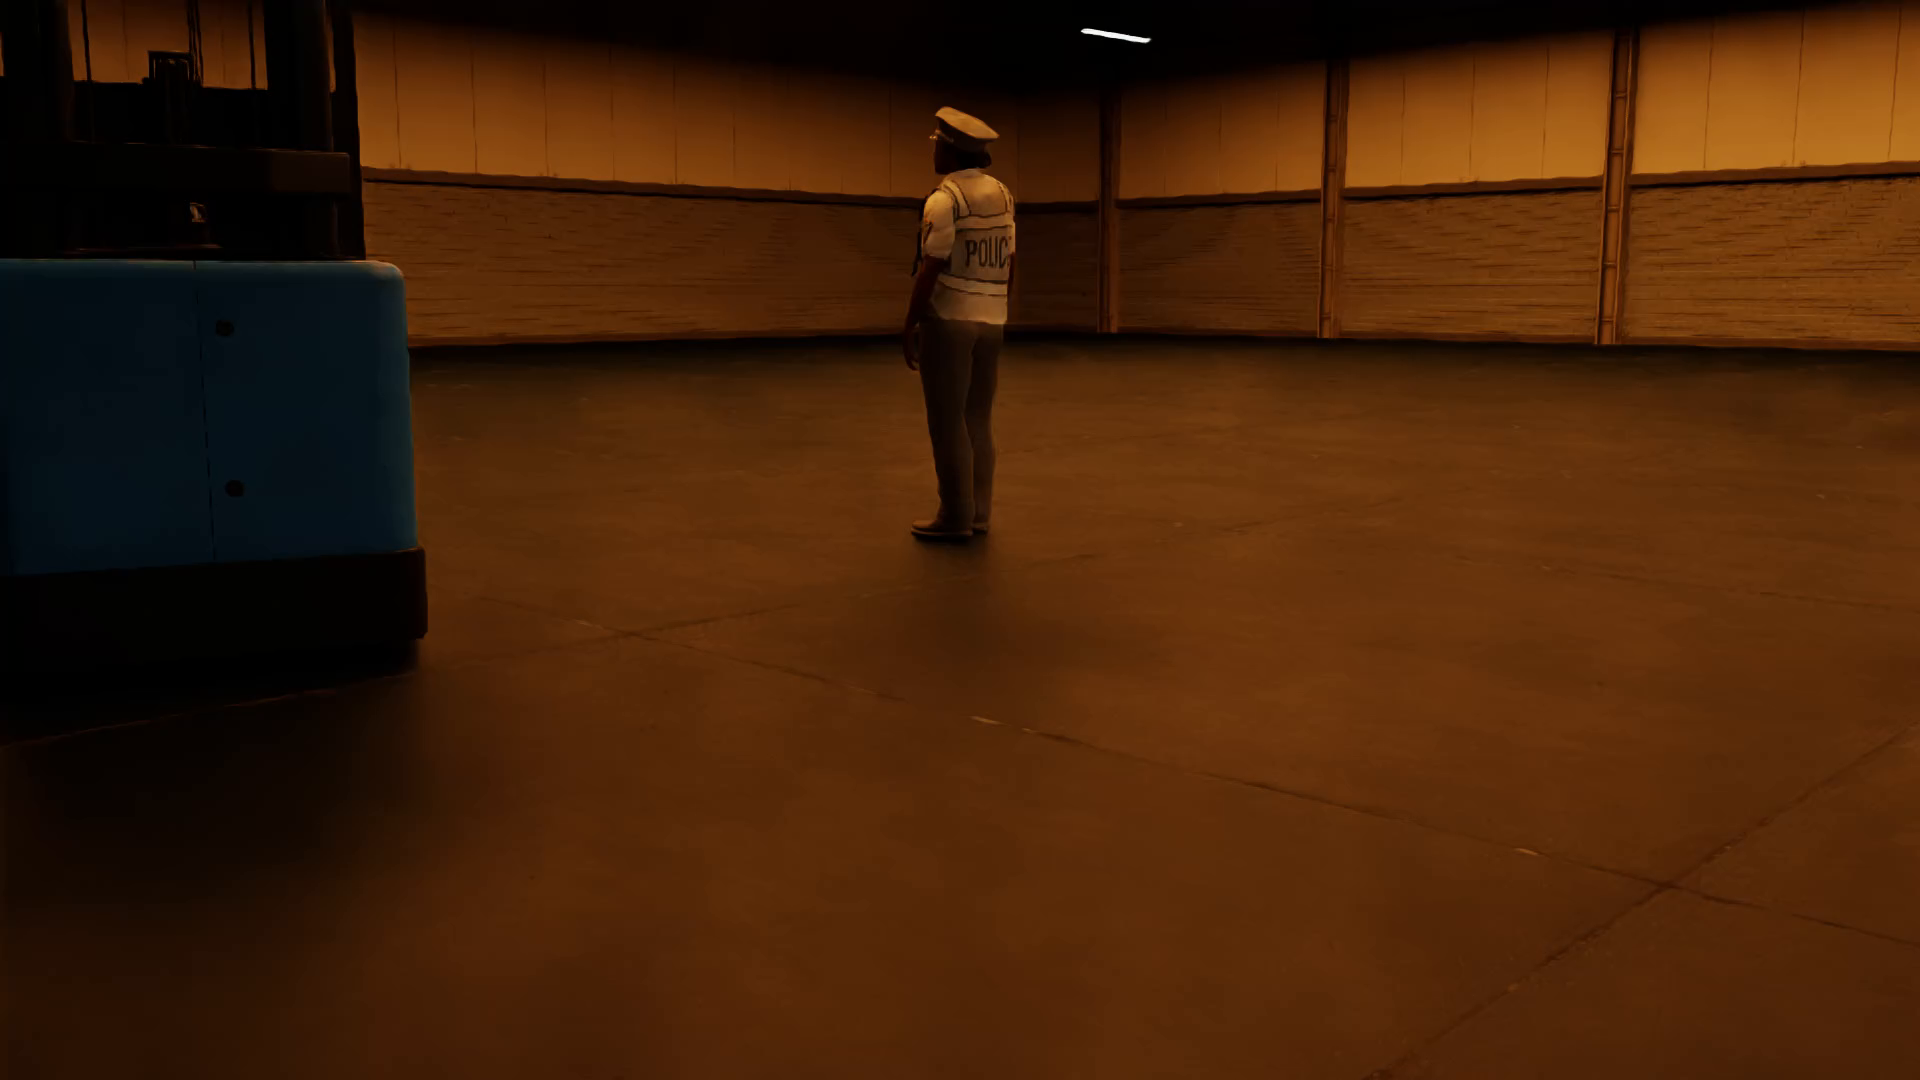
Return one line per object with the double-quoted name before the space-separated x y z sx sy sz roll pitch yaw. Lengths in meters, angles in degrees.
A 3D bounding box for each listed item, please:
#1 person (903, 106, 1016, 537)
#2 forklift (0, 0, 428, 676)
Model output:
"person" -0.040 -0.855 6.656 0.529 1.695 0.570 8 12 43
"forklift" -2.557 -1.284 5.398 1.130 2.935 3.031 -4 10 -26
